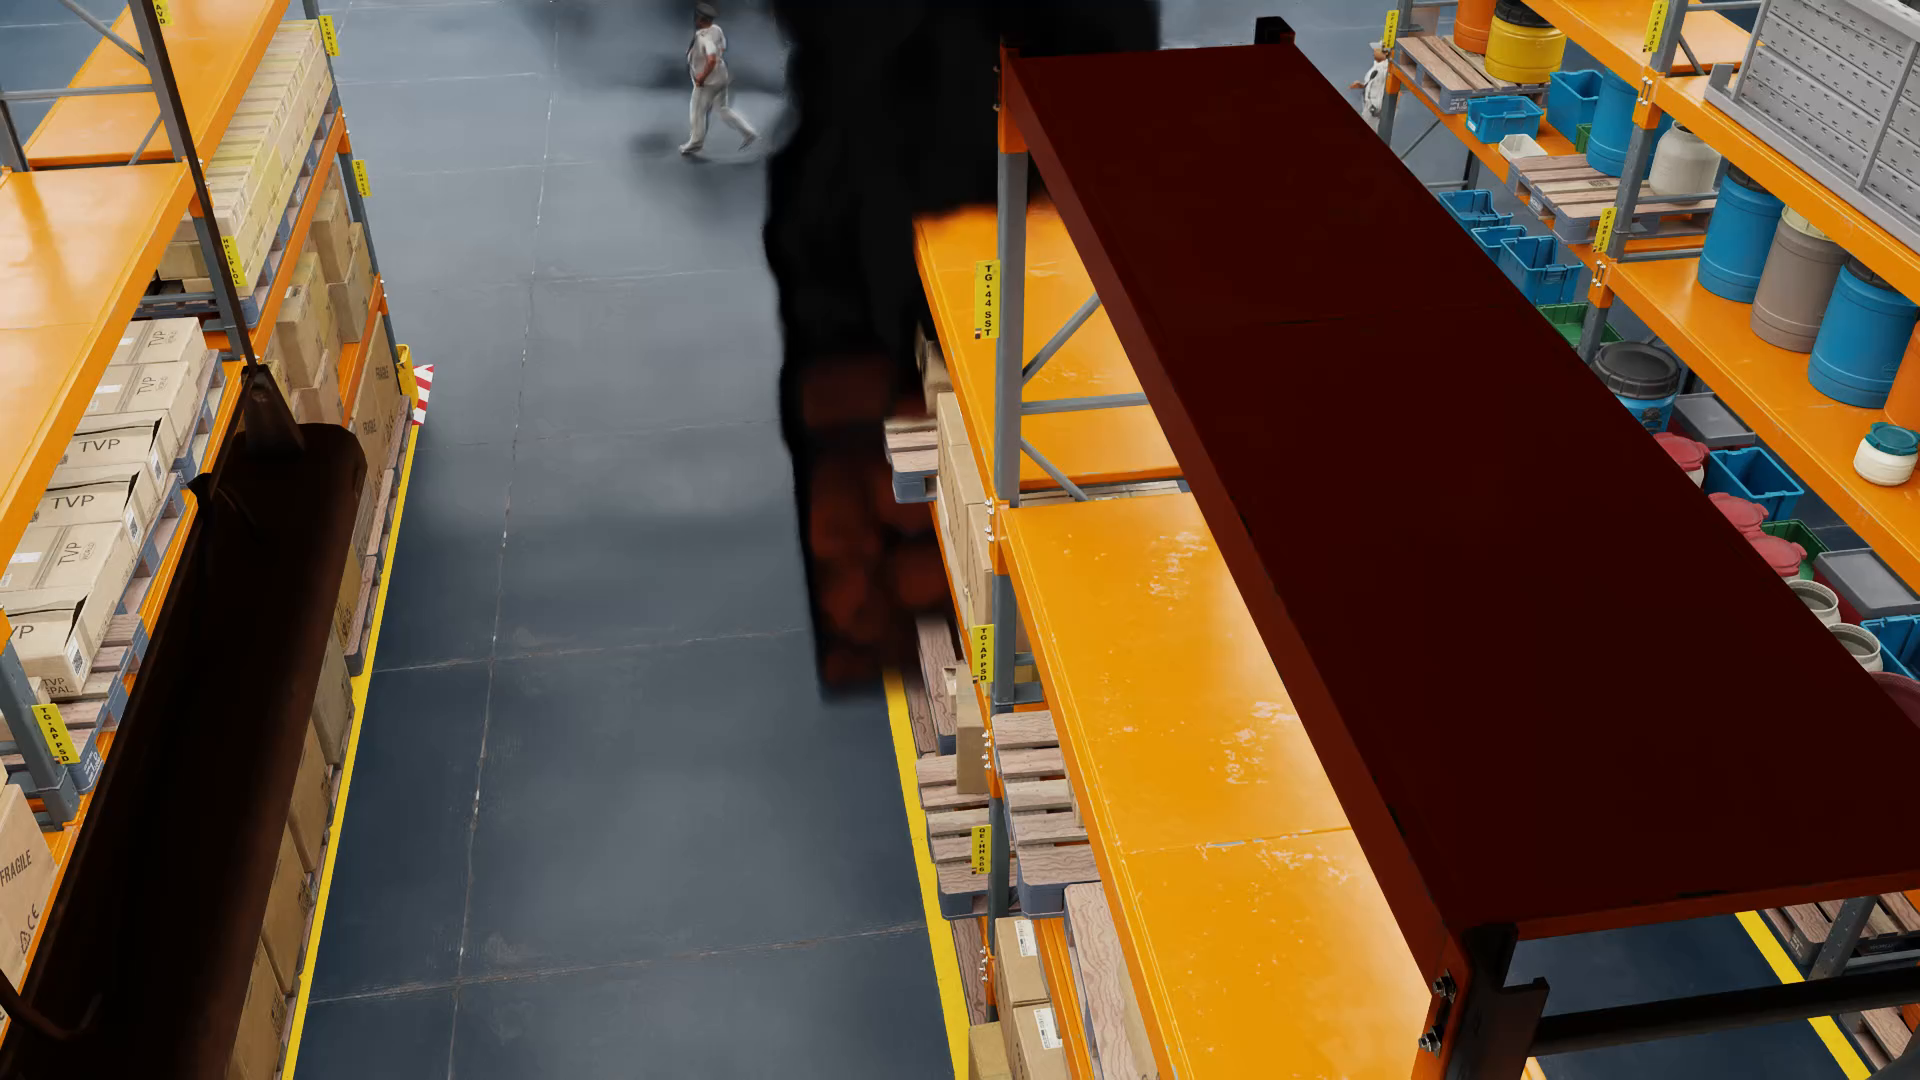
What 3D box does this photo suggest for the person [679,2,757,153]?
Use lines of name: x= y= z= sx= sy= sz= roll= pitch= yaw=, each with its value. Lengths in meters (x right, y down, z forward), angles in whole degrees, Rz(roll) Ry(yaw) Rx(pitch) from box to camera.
person: x=-2.857 y=-5.286 z=19.137 sx=0.982 sy=1.783 sz=0.668 roll=13 pitch=38 yaw=17

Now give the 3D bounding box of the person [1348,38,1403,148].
person: x=4.645 y=-4.769 z=18.586 sx=0.686 sy=1.677 sz=0.593 roll=11 pitch=38 yaw=15
